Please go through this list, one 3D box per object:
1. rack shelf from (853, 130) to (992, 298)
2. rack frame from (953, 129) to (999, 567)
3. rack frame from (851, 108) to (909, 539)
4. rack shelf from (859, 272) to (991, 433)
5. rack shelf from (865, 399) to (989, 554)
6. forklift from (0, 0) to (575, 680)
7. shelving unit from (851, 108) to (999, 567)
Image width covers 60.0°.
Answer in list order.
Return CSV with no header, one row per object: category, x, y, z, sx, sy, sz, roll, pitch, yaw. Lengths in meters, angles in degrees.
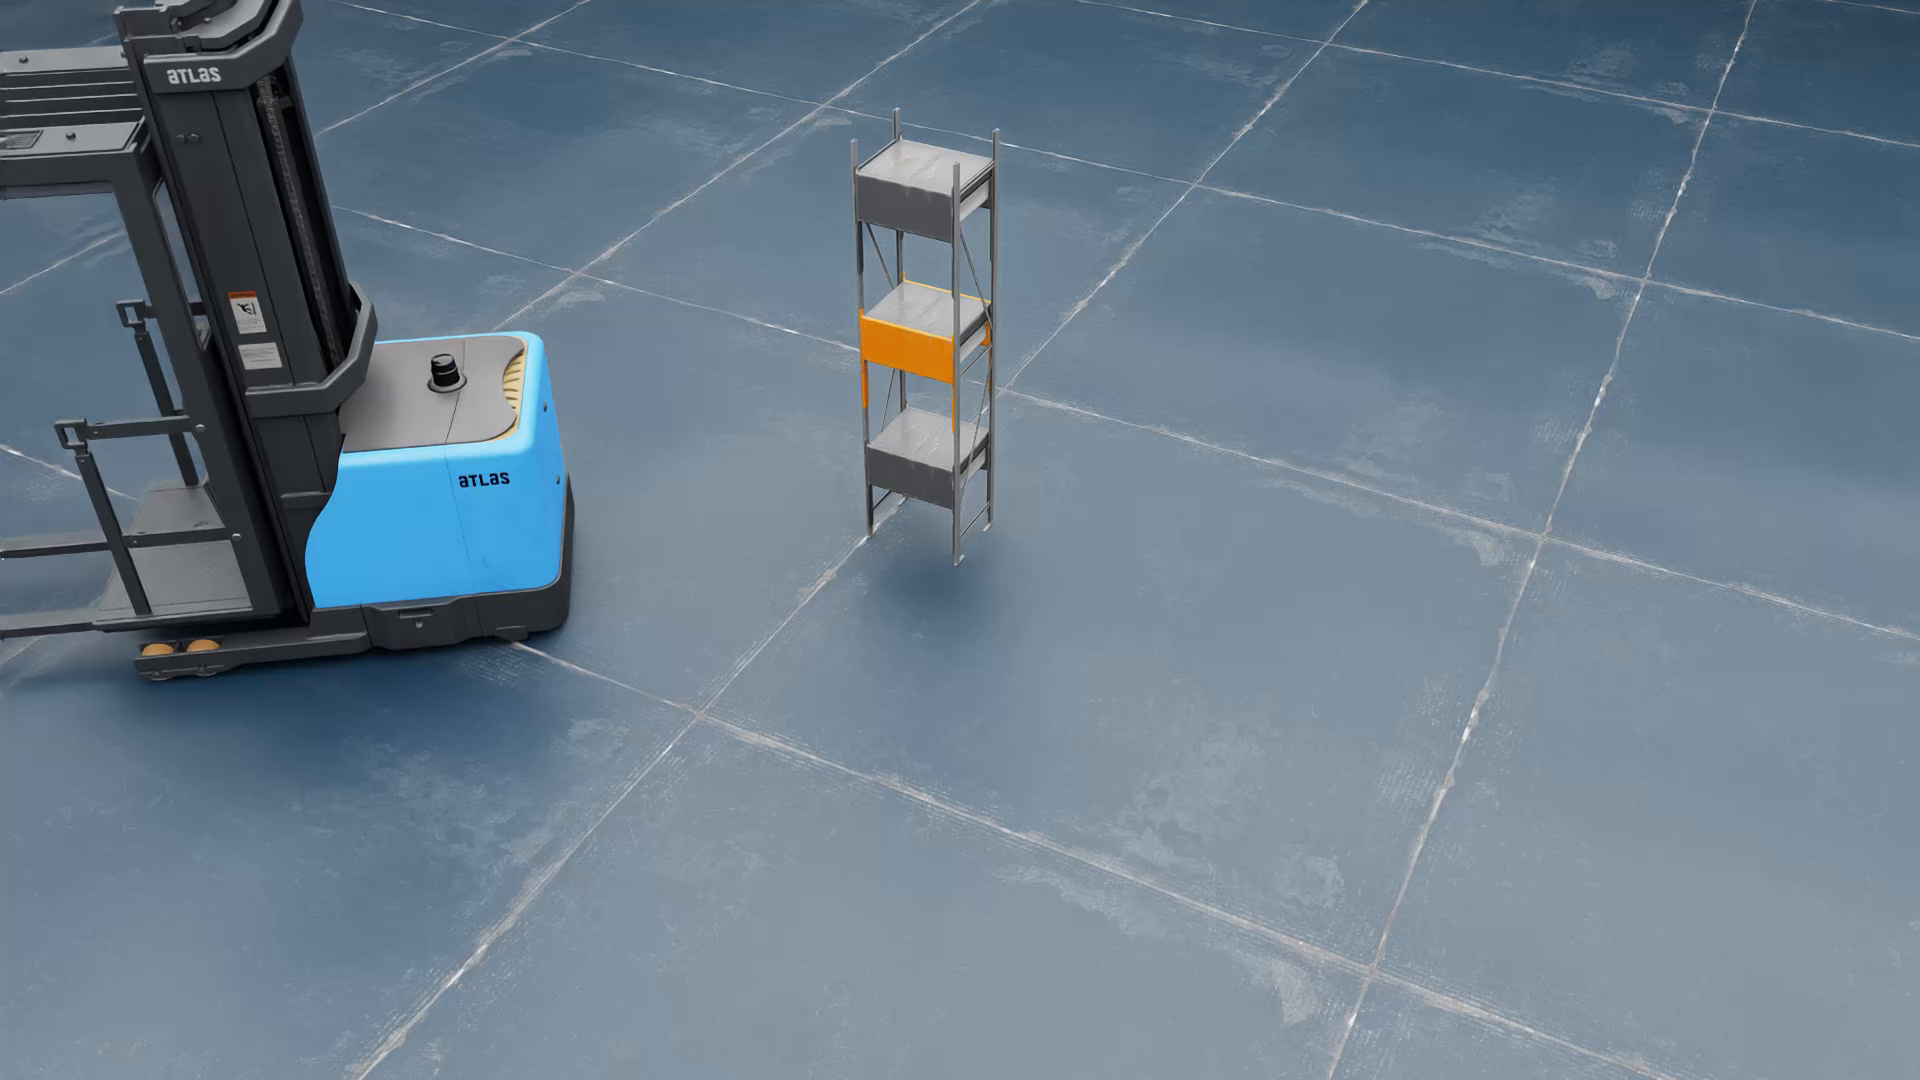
rack shelf,-0.147,-1.429,7.281,0.480,0.518,0.431,17,41,21
rack frame,0.070,-0.815,7.606,0.015,2.100,0.400,17,41,21
rack frame,-0.364,-0.950,7.785,0.015,2.100,0.400,17,41,21
rack shelf,-0.147,-0.872,7.704,0.480,0.518,0.431,17,41,21
rack shelf,-0.147,-0.314,8.127,0.480,0.518,0.431,17,41,21
forklift,-3.373,-0.882,7.008,3.031,2.935,1.130,-5,38,-7
shelving unit,-0.147,-0.882,7.696,0.503,2.100,0.431,17,41,21
